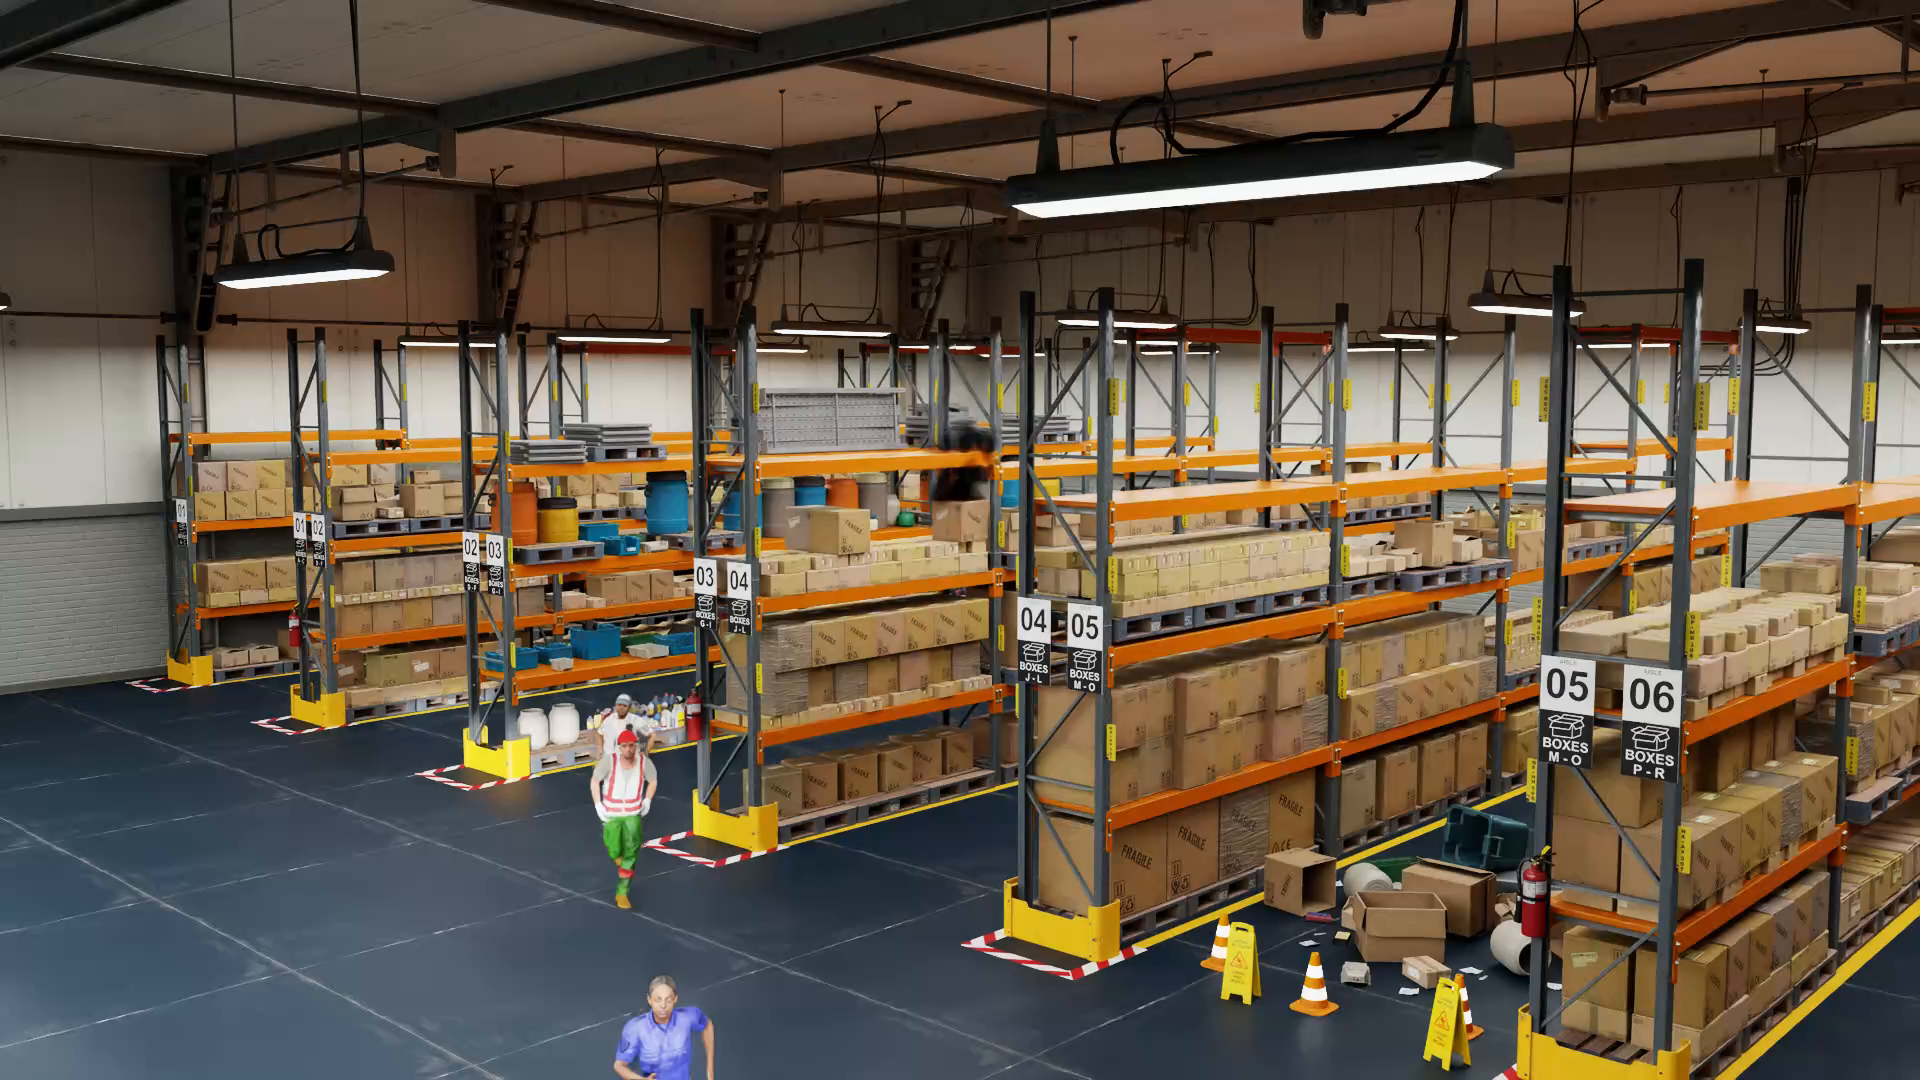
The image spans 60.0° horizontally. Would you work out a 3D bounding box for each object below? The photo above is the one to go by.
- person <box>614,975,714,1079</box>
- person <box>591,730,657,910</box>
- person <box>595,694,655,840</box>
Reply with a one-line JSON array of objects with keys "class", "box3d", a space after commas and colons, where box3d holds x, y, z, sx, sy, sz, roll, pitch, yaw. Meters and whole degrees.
[{"class": "person", "box3d": [-1.778, 3.412, 10.037, 0.600, 1.693, 0.920, -1, 5, -11]}, {"class": "person", "box3d": [-3.375, 2.745, 16.738, 0.662, 1.759, 0.895, -1, 6, -14]}, {"class": "person", "box3d": [-3.874, 2.582, 19.024, 0.682, 1.678, 0.676, 2, 6, 20]}]
